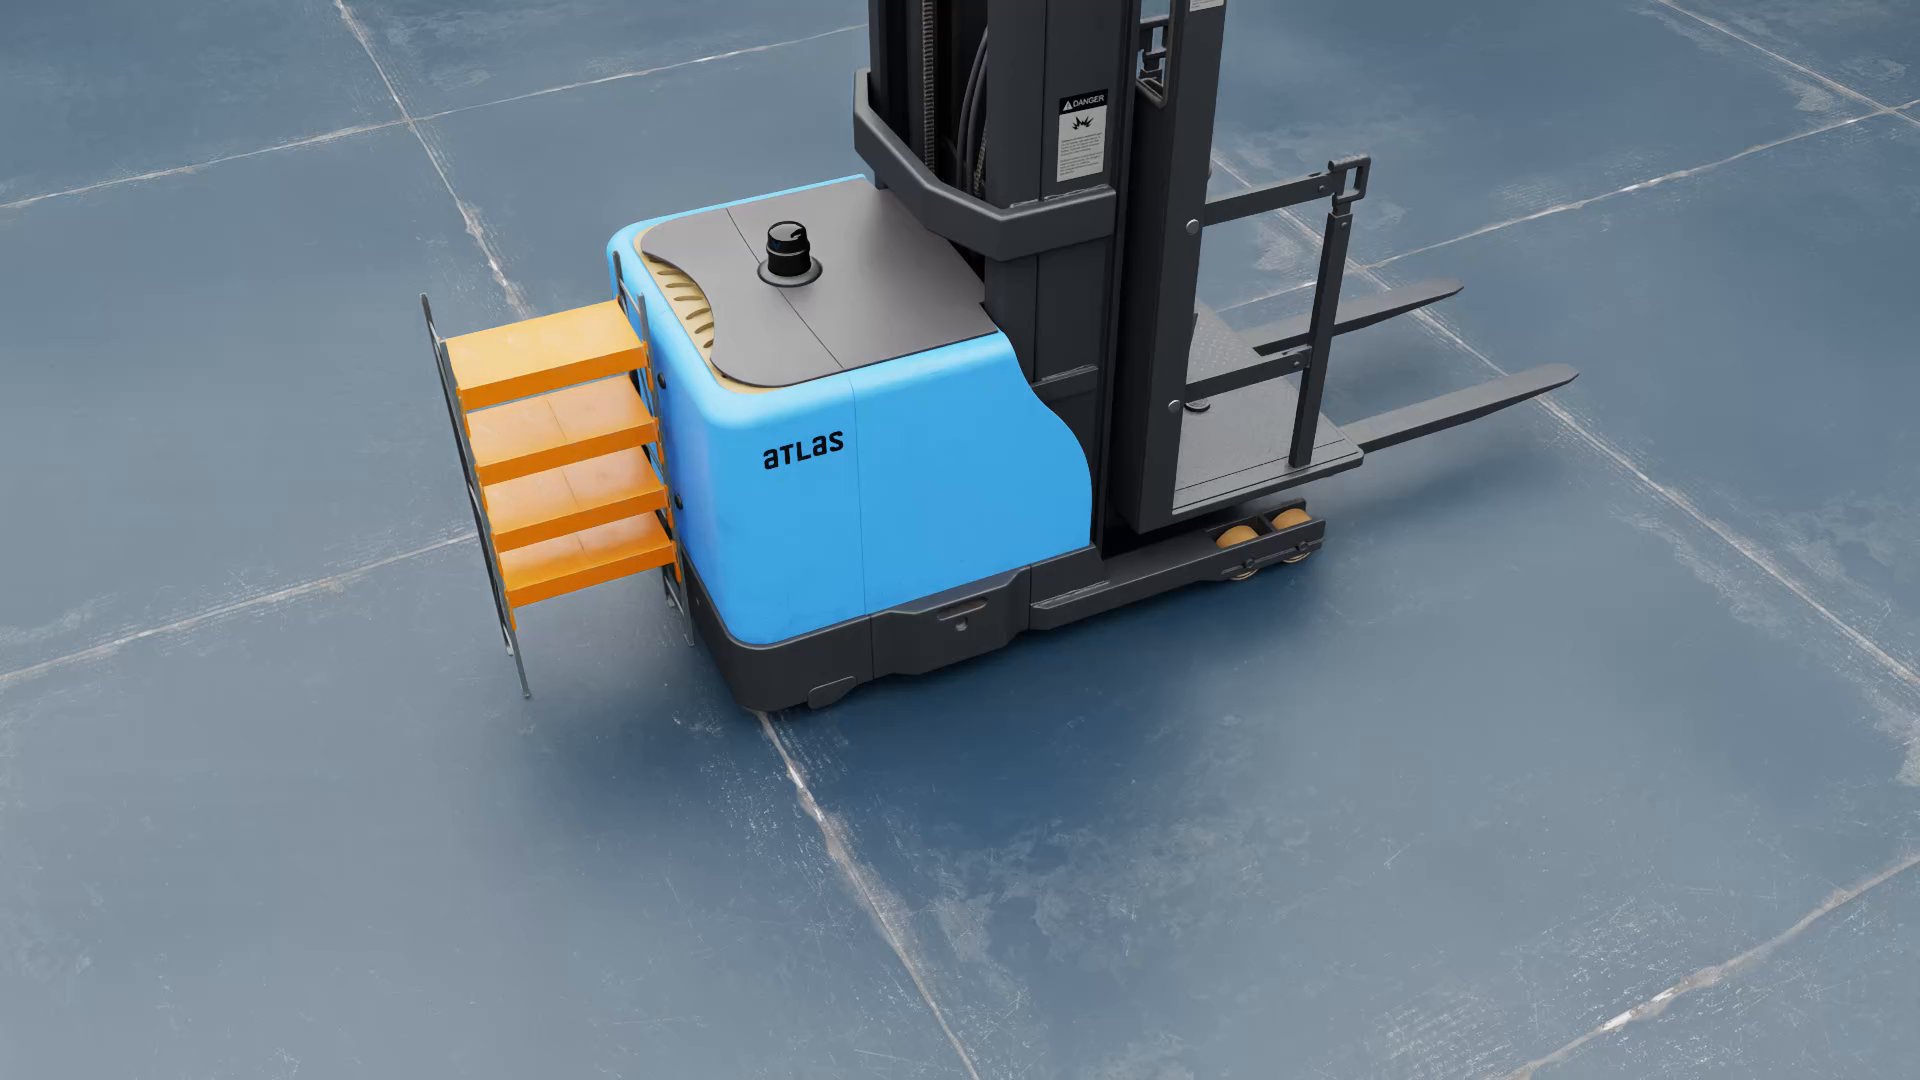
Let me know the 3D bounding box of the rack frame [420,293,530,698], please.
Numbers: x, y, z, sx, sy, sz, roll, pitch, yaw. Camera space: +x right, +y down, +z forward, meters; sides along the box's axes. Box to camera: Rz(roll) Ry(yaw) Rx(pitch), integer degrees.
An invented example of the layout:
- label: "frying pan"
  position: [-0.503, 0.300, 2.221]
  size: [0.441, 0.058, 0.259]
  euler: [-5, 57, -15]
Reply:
- label: "rack frame"
  position: [-1.279, -0.082, 4.418]
  size: [0.015, 1.200, 0.240]
  euler: [-17, 43, -19]

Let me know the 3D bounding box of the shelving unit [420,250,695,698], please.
- label: "shelving unit"
  position: [-1.058, -0.149, 4.497]
  size: [0.503, 1.200, 0.258]
  euler: [-17, 43, -19]

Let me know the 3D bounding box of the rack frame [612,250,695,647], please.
- label: "rack frame"
  position: [-0.837, -0.216, 4.576]
  size: [0.015, 1.200, 0.240]
  euler: [-17, 43, -19]

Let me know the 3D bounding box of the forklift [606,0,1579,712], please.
- label: "forklift"
  position: [0.564, -1.289, 4.504]
  size: [3.031, 2.935, 1.130]
  euler: [-17, 43, -19]

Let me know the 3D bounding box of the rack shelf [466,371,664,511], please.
- label: "rack shelf"
  position: [-1.058, -0.268, 4.396]
  size: [0.480, 0.148, 0.258]
  euler: [-17, 43, -19]

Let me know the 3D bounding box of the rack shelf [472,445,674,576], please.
- label: "rack shelf"
  position: [-1.058, -0.098, 4.541]
  size: [0.480, 0.148, 0.258]
  euler: [-17, 43, -19]

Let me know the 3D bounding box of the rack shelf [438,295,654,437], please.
- label: "rack shelf"
  position: [-1.058, -0.449, 4.243]
  size: [0.480, 0.148, 0.258]
  euler: [-17, 43, -19]

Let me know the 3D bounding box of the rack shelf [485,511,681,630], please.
- label: "rack shelf"
  position: [-1.058, 0.054, 4.669]
  size: [0.480, 0.148, 0.258]
  euler: [-17, 43, -19]
